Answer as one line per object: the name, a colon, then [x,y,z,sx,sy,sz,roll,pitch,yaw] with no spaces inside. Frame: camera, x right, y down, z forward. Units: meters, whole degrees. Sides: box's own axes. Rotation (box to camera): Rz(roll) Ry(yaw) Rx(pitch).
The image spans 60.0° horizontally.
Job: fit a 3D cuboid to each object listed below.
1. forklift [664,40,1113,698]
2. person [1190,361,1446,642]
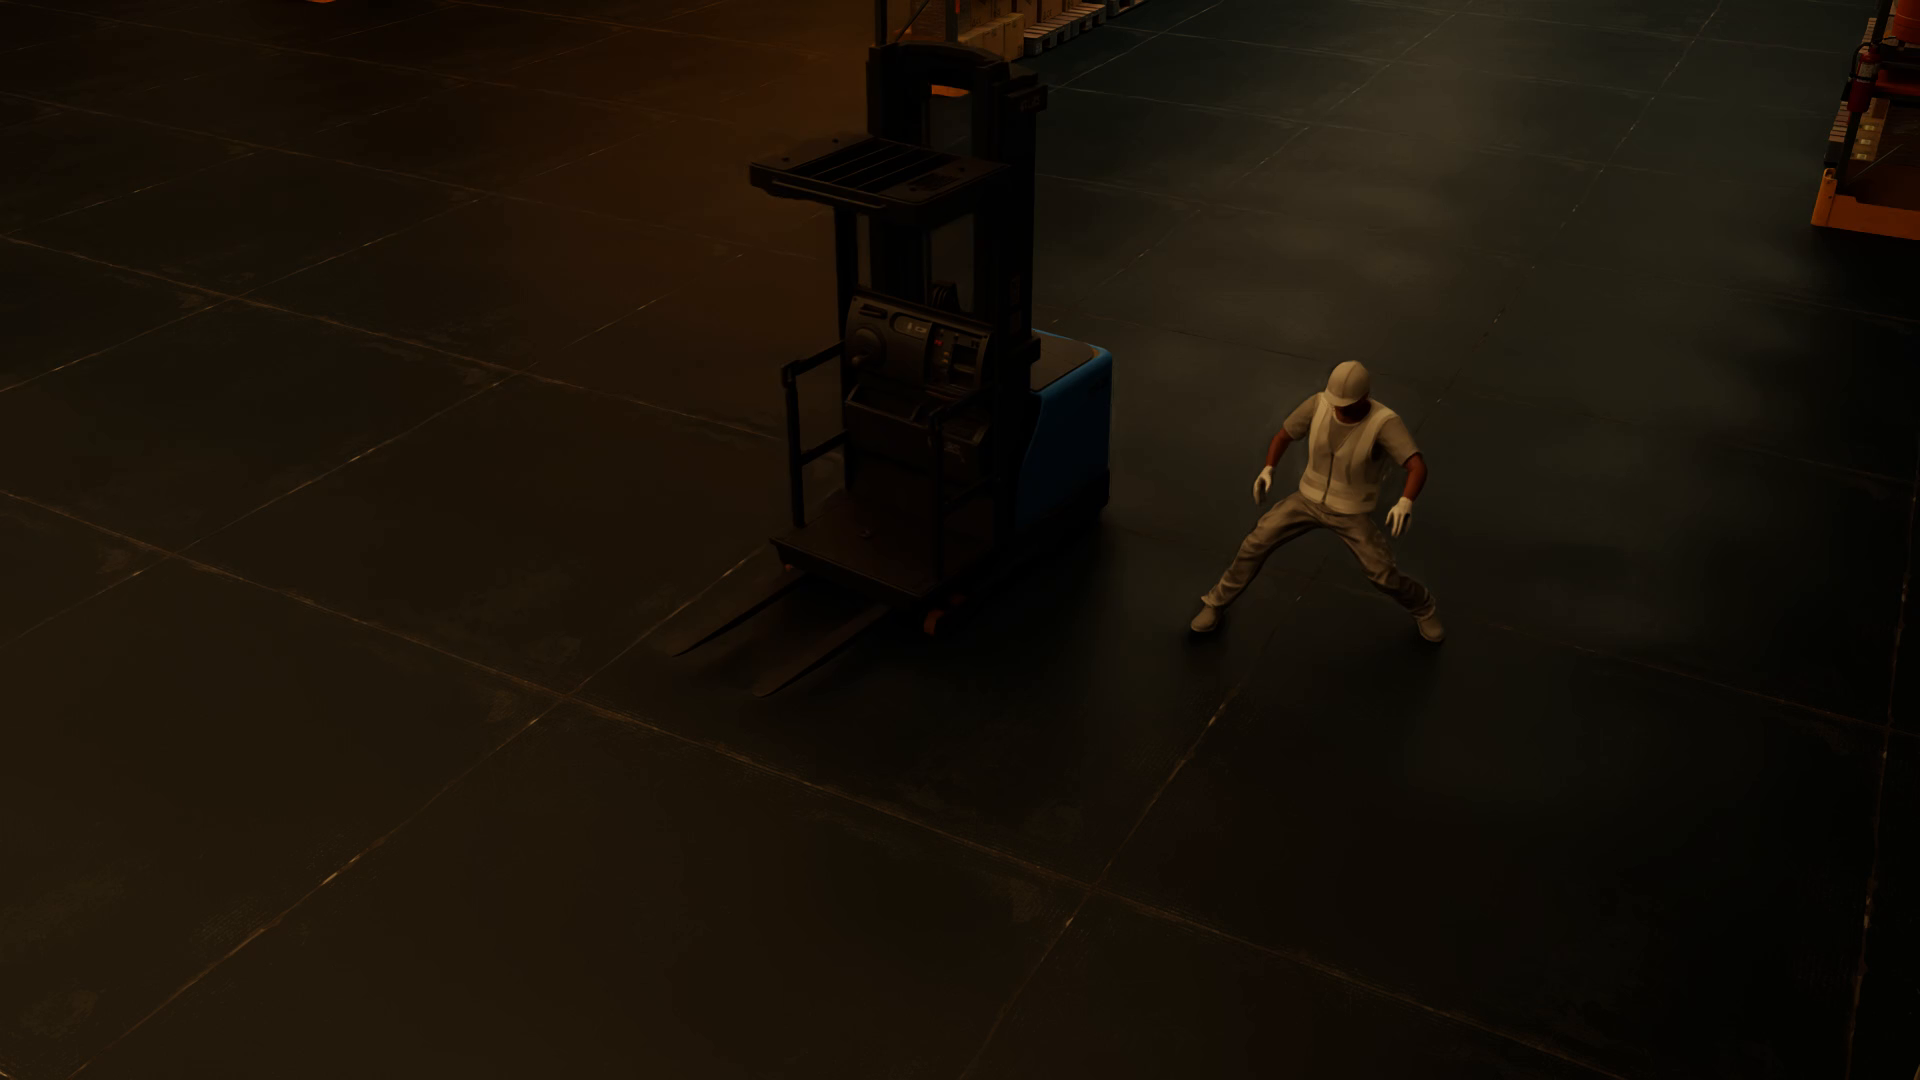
forklift: [-0.360,-1.007,8.816,1.130,2.935,3.031,20,36,31]
person: [1.970,-0.180,8.744,1.162,1.585,1.010,22,37,33]
